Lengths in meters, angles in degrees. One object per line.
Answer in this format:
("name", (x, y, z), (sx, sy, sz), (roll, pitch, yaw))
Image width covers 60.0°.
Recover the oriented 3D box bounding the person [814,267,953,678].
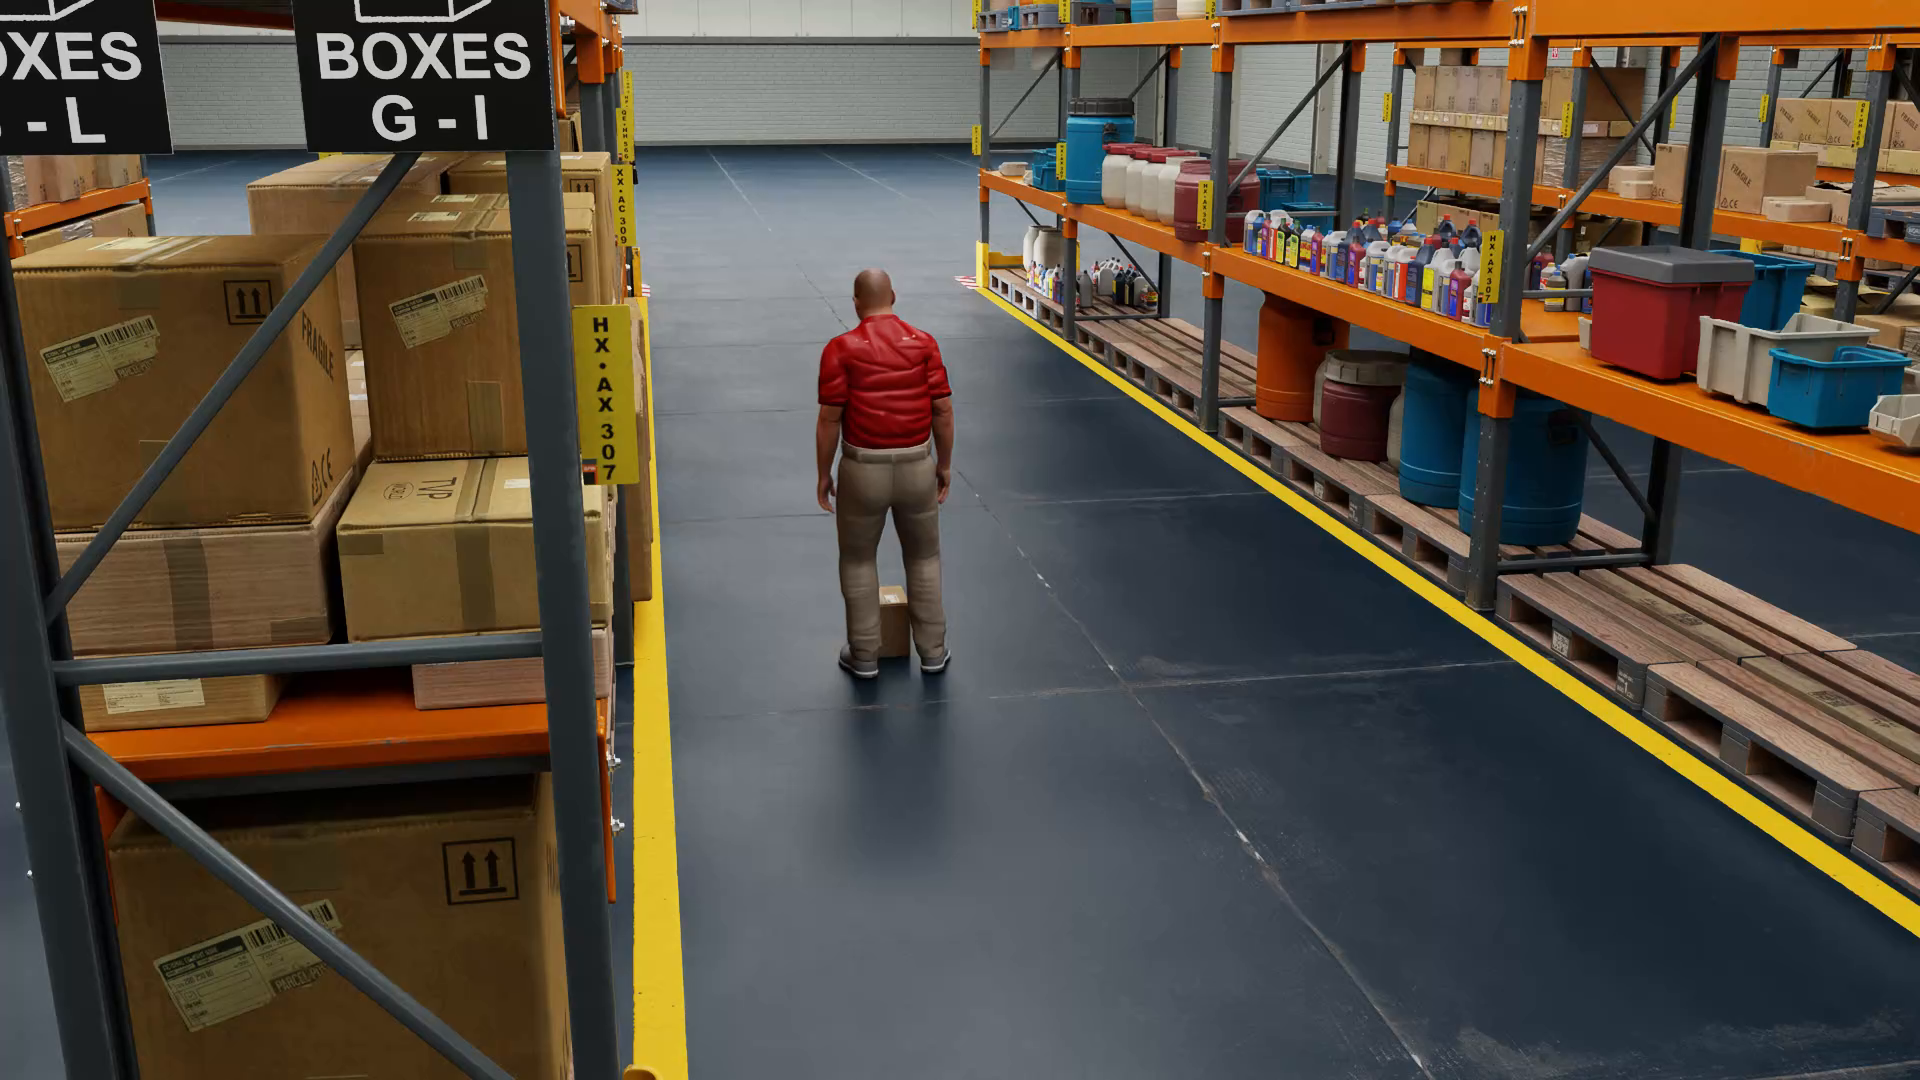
("person", (-0.315, -0.272, 6.992), (0.606, 1.726, 0.393), (-4, 17, -14))
